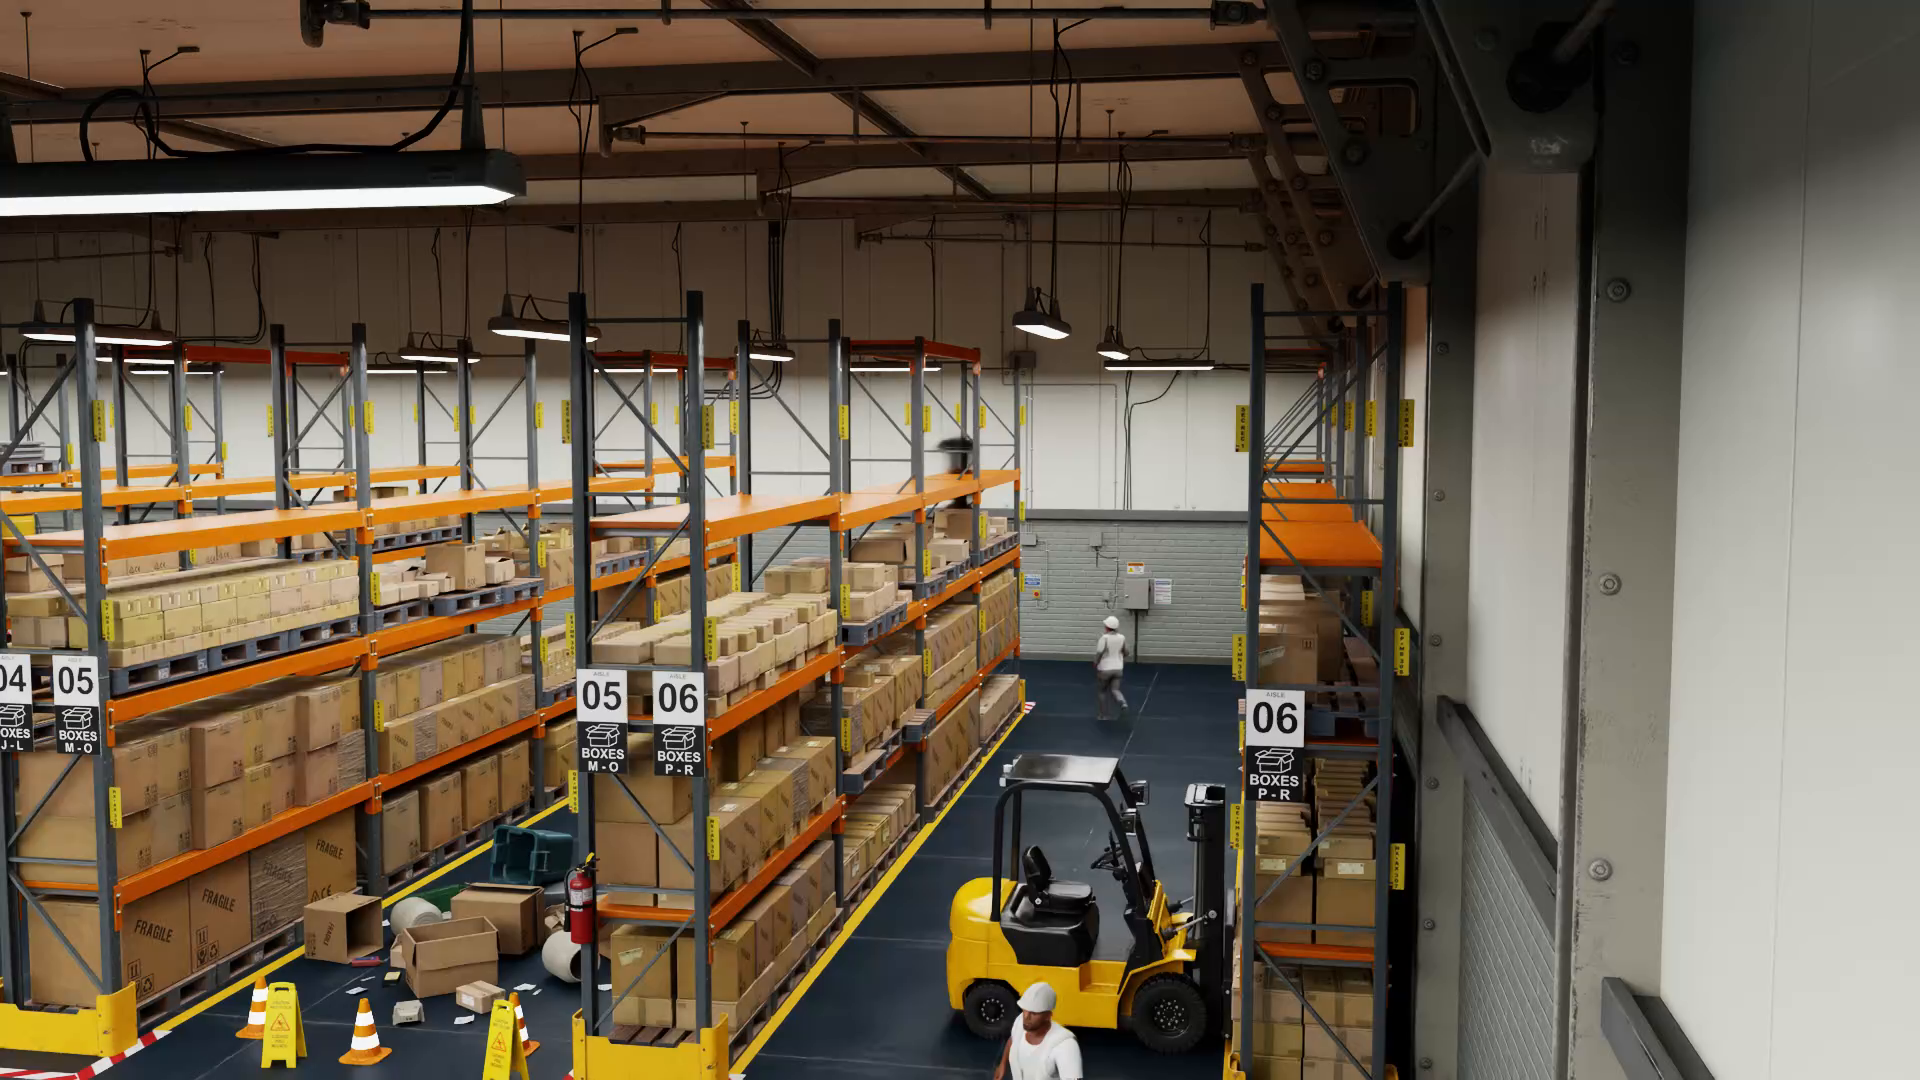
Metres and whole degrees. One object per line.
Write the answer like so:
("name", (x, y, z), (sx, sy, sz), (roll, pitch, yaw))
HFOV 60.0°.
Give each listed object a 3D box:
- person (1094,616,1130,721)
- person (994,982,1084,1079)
("person", (2.462, 2.117, 27.064), (0.667, 1.769, 0.882), (-2, 5, -20))
("person", (0.391, 3.528, 10.263), (0.889, 1.681, 0.632), (4, 6, 40))
